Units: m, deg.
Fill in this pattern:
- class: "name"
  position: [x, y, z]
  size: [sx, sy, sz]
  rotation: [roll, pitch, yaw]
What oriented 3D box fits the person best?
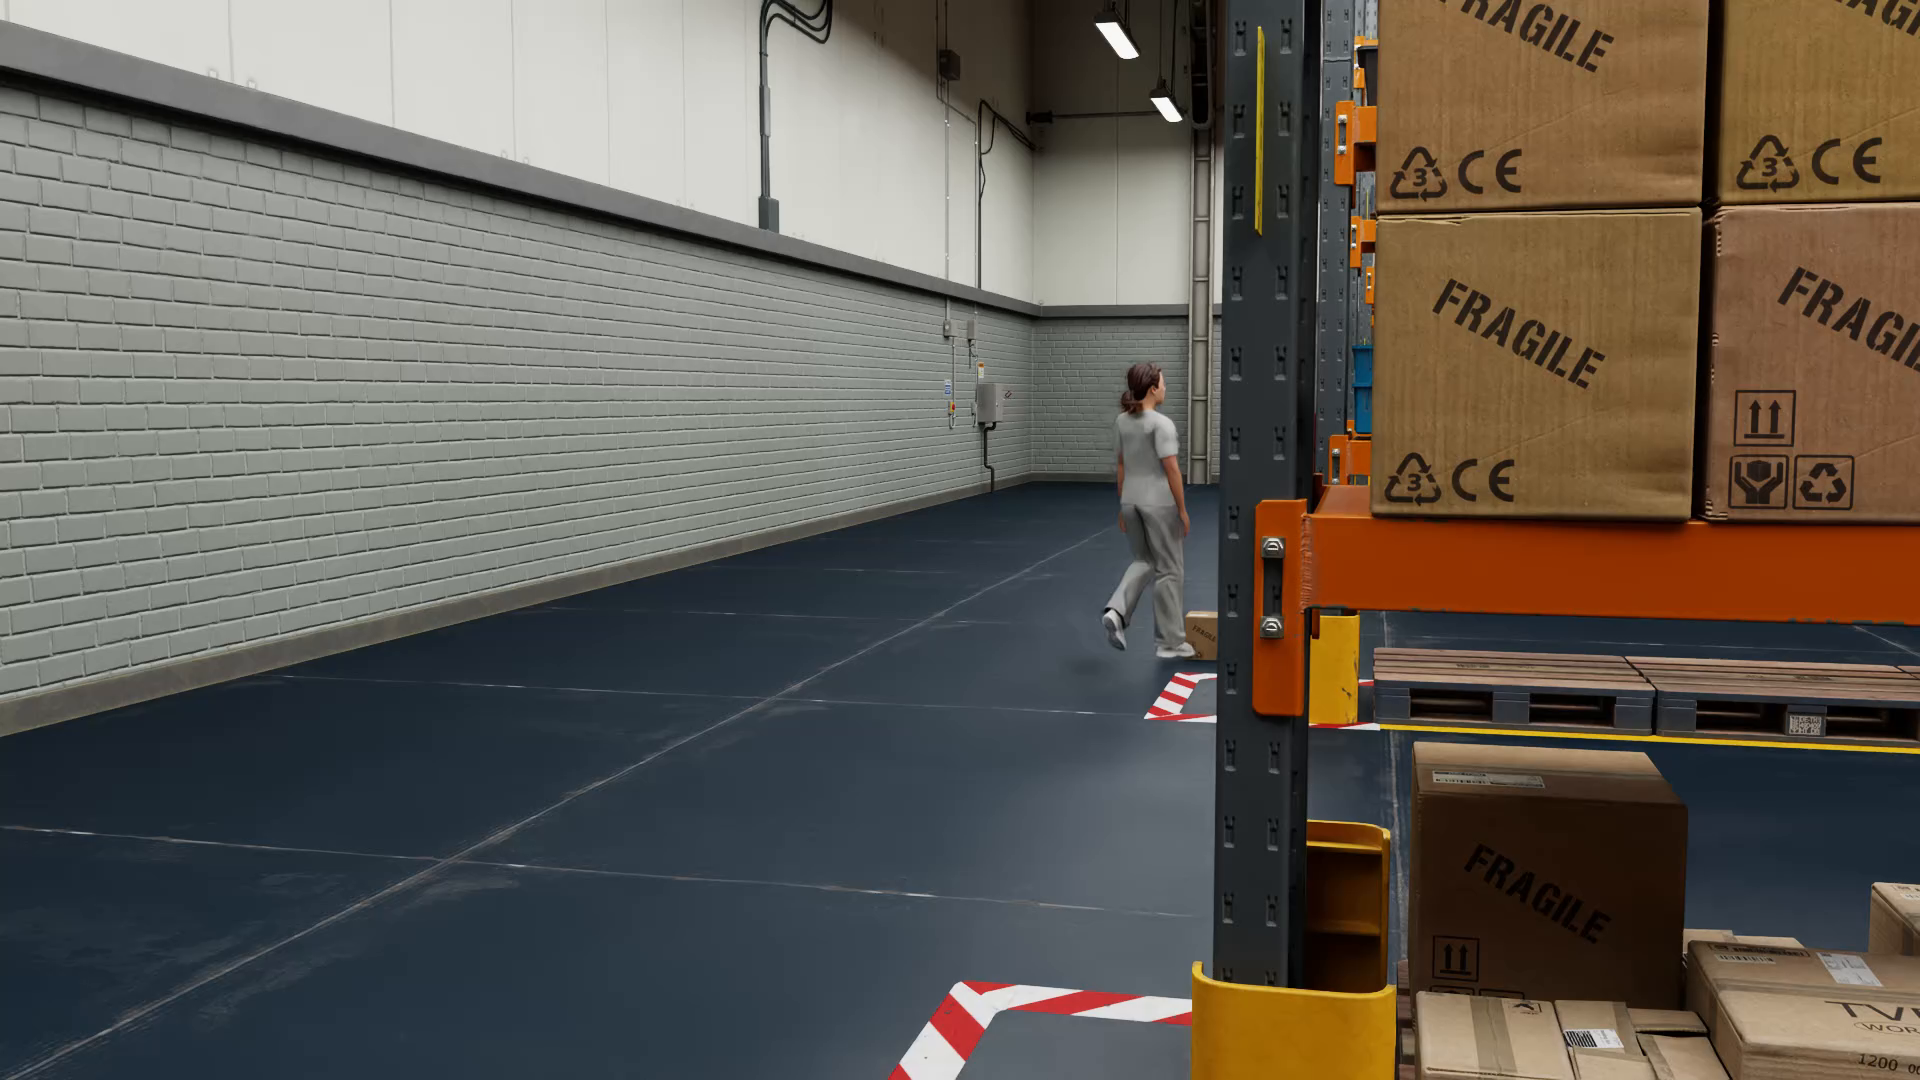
- class: "person"
  position: [1.096, -0.161, 9.368]
  size: [0.586, 1.666, 0.480]
  rotation: [-4, 6, -40]
